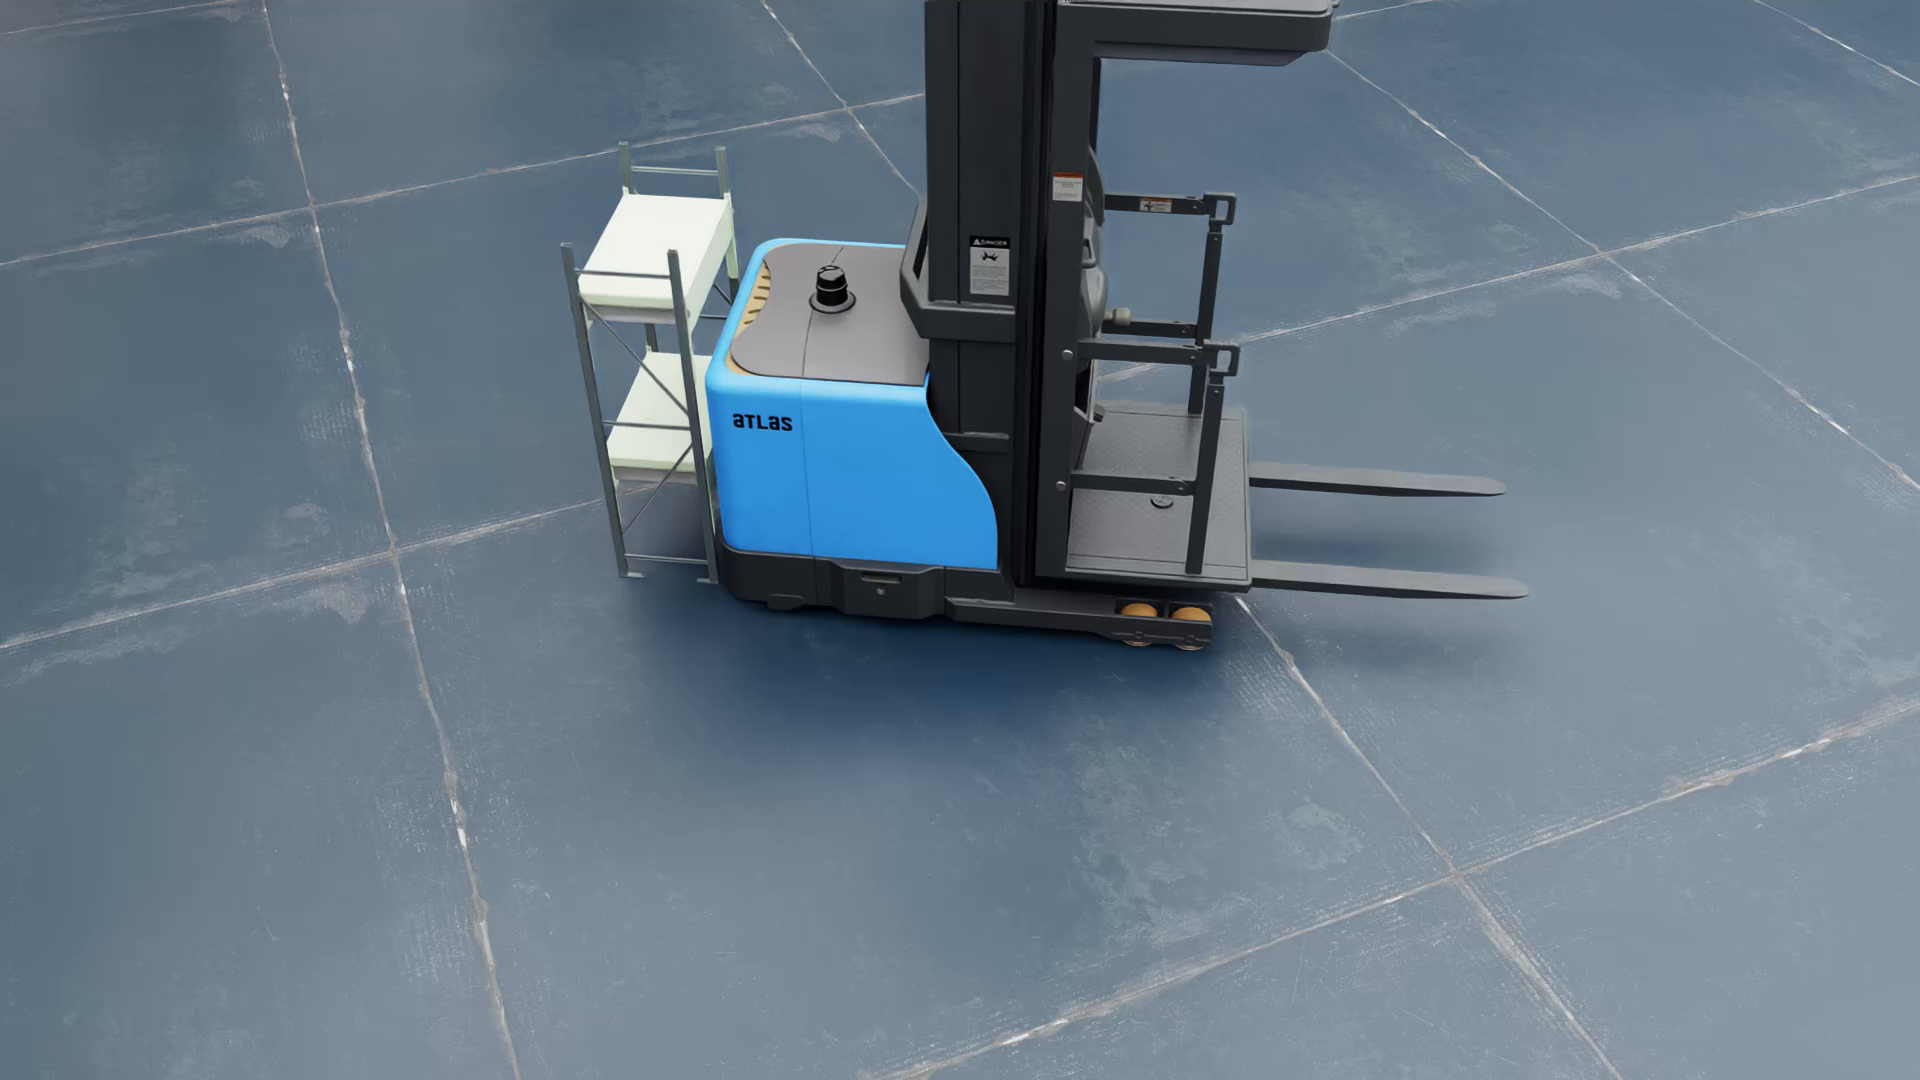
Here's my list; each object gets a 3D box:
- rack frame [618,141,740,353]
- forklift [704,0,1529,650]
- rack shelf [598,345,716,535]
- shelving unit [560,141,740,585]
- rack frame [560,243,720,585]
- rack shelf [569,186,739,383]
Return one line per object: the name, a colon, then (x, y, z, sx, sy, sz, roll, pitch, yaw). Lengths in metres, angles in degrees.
rack frame: (-1.065, -0.889, 6.634, 0.400, 1.500, 0.023, 4, 41, 5)
forklift: (0.643, -1.064, 5.739, 3.031, 2.935, 1.130, 4, 41, 5)
rack shelf: (-1.106, -0.405, 6.570, 0.431, 0.370, 0.720, 4, 41, 5)
shelving unit: (-1.106, -0.652, 6.358, 0.431, 1.500, 0.755, 4, 41, 5)
rack frame: (-1.147, -0.415, 6.082, 0.400, 1.500, 0.023, 4, 41, 5)
rack shelf: (-1.106, -0.948, 6.103, 0.431, 0.370, 0.720, 4, 41, 5)
